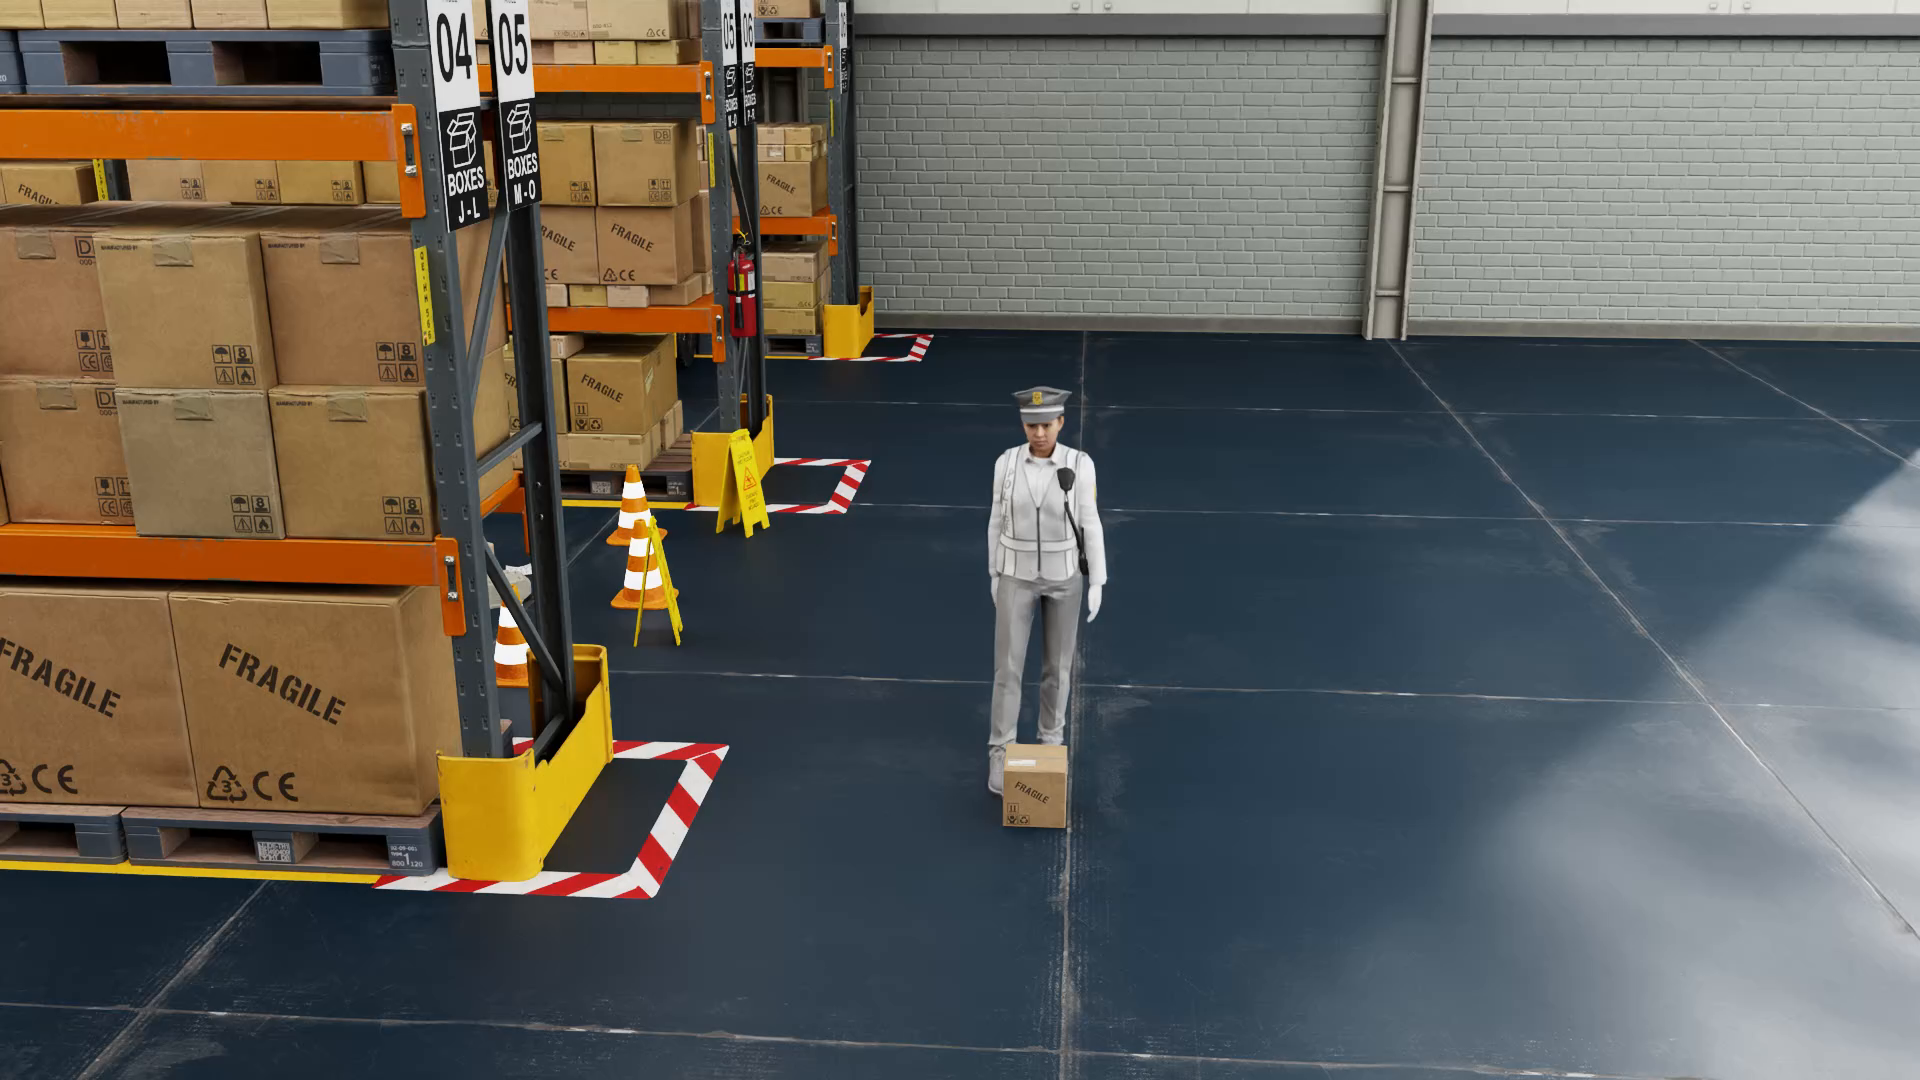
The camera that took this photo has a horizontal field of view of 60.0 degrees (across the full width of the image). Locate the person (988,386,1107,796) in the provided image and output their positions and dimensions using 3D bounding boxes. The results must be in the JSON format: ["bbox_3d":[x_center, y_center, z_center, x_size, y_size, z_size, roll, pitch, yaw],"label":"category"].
[{"bbox_3d":[0.354,0.200,6.883,0.502,1.680,0.508,1,18,5],"label":"person"}]
